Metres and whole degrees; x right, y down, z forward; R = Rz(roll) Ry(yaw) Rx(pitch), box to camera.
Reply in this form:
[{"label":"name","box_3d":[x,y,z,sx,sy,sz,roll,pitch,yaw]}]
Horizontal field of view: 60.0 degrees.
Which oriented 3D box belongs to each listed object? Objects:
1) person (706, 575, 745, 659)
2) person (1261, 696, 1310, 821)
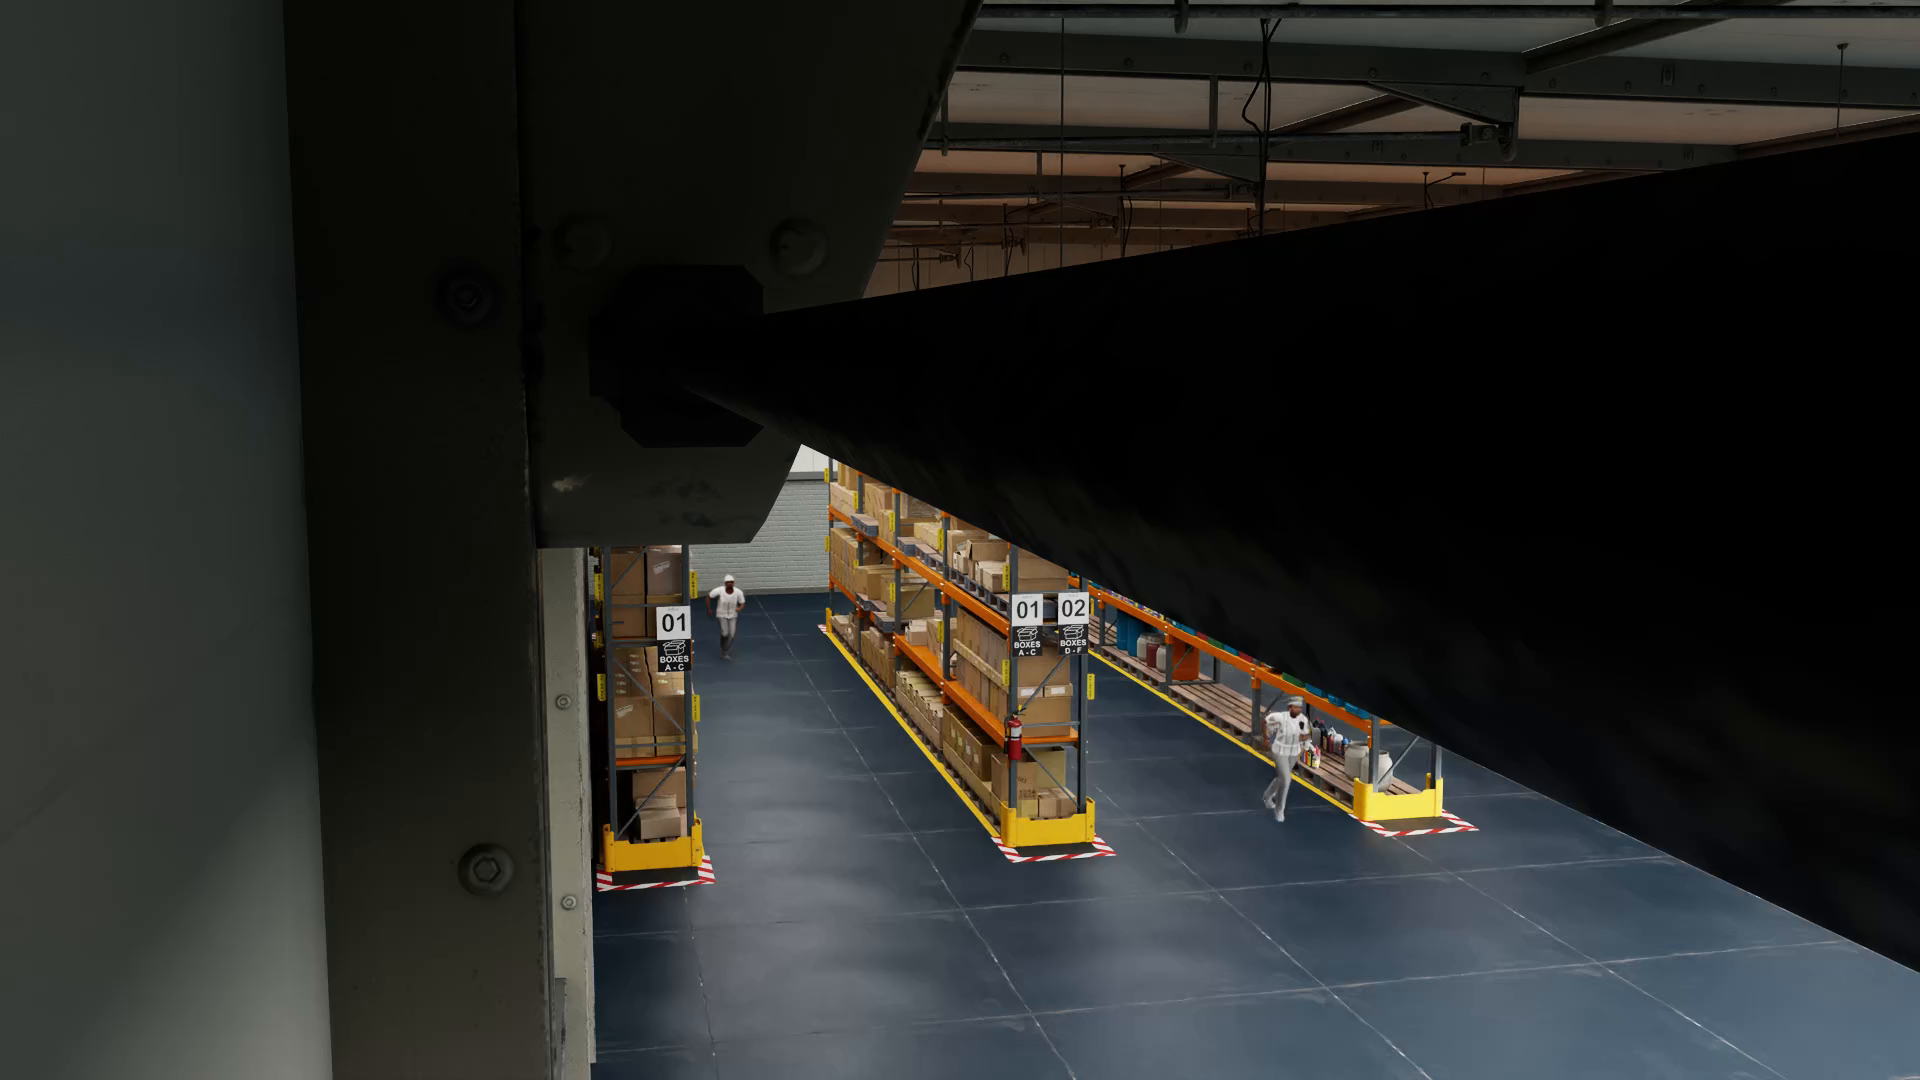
[{"label":"person","box_3d":[-4.650,1.551,33.189,0.748,1.708,0.647,-2,7,-20]},{"label":"person","box_3d":[4.347,2.903,22.282,0.568,1.740,0.804,-3,7,-20]}]
